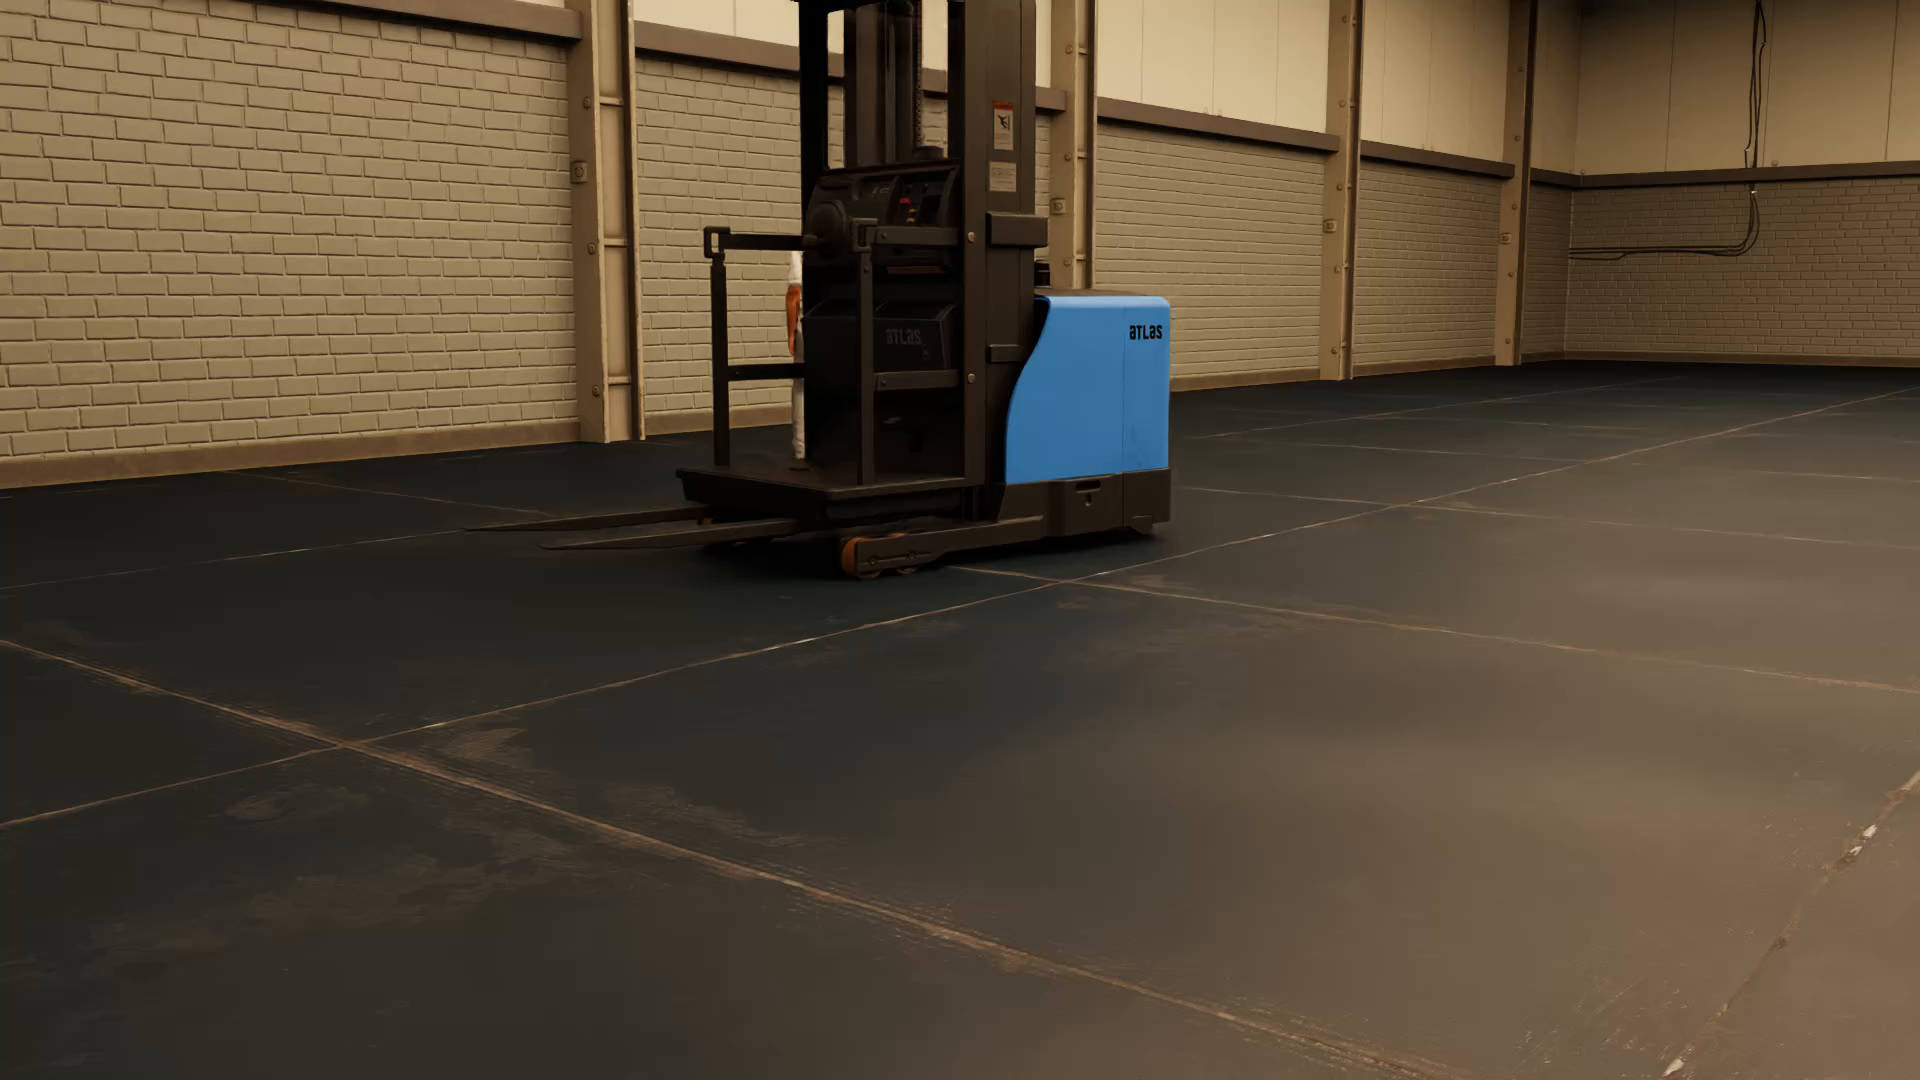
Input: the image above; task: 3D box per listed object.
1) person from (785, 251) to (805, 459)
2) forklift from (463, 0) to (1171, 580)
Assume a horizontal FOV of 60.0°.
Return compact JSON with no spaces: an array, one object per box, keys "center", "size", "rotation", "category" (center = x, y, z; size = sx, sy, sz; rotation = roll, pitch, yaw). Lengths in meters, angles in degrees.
[{"center":[-0.820,-1.256,10.333],"size":[0.543,1.679,0.457],"rotation":[-2,9,-13],"category":"person"},{"center":[-0.489,-1.383,6.731],"size":[3.031,2.935,1.130],"rotation":[-7,11,-41],"category":"forklift"}]
